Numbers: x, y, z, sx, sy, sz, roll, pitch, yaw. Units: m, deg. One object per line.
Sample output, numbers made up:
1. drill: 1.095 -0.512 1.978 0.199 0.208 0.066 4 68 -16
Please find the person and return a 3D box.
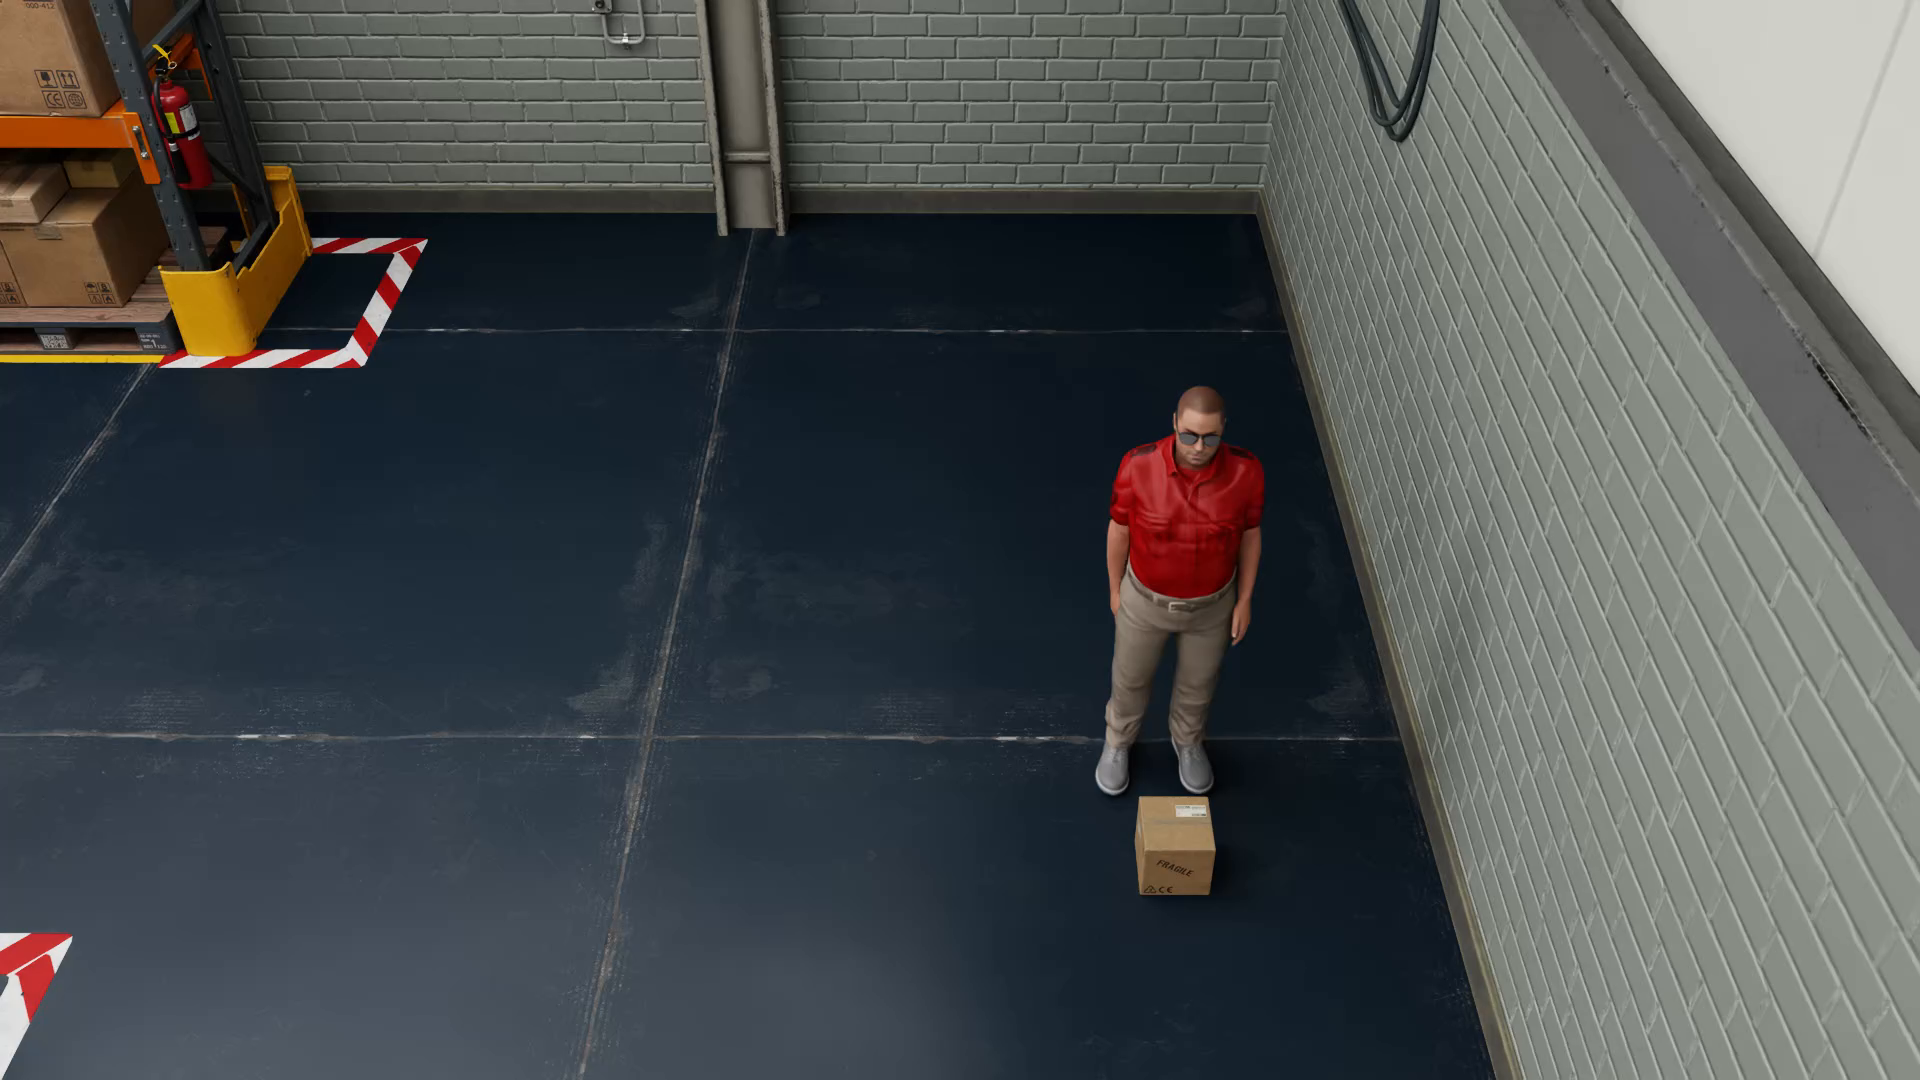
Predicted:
1. person: 0.779 0.217 5.898 0.533 1.732 0.356 1 39 1
